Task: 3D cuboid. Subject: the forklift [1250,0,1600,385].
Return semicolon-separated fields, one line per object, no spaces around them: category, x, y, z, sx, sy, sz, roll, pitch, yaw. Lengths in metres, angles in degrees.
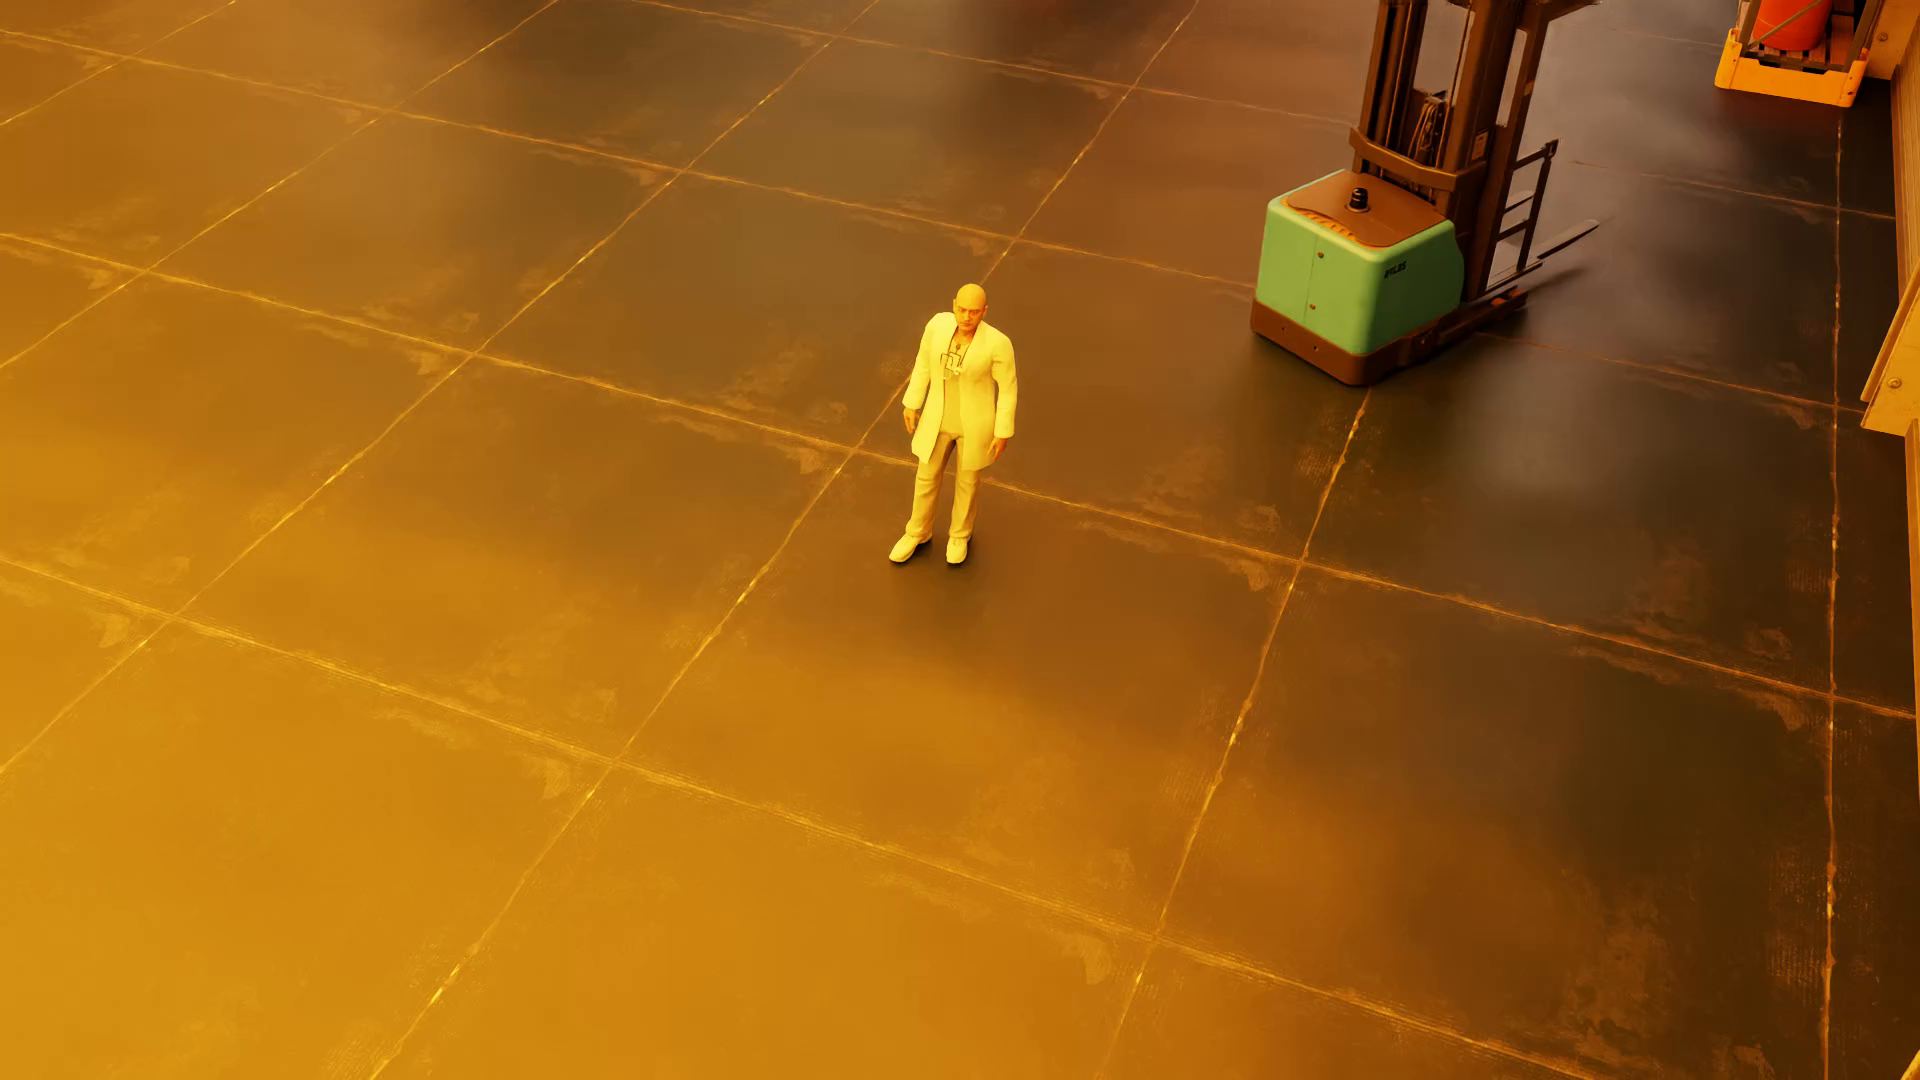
forklift;3.567;-2.974;11.559;3.031;2.935;1.130;-27;47;-28

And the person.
person;-0.039;-0.635;9.652;0.696;1.776;0.581;15;42;17
